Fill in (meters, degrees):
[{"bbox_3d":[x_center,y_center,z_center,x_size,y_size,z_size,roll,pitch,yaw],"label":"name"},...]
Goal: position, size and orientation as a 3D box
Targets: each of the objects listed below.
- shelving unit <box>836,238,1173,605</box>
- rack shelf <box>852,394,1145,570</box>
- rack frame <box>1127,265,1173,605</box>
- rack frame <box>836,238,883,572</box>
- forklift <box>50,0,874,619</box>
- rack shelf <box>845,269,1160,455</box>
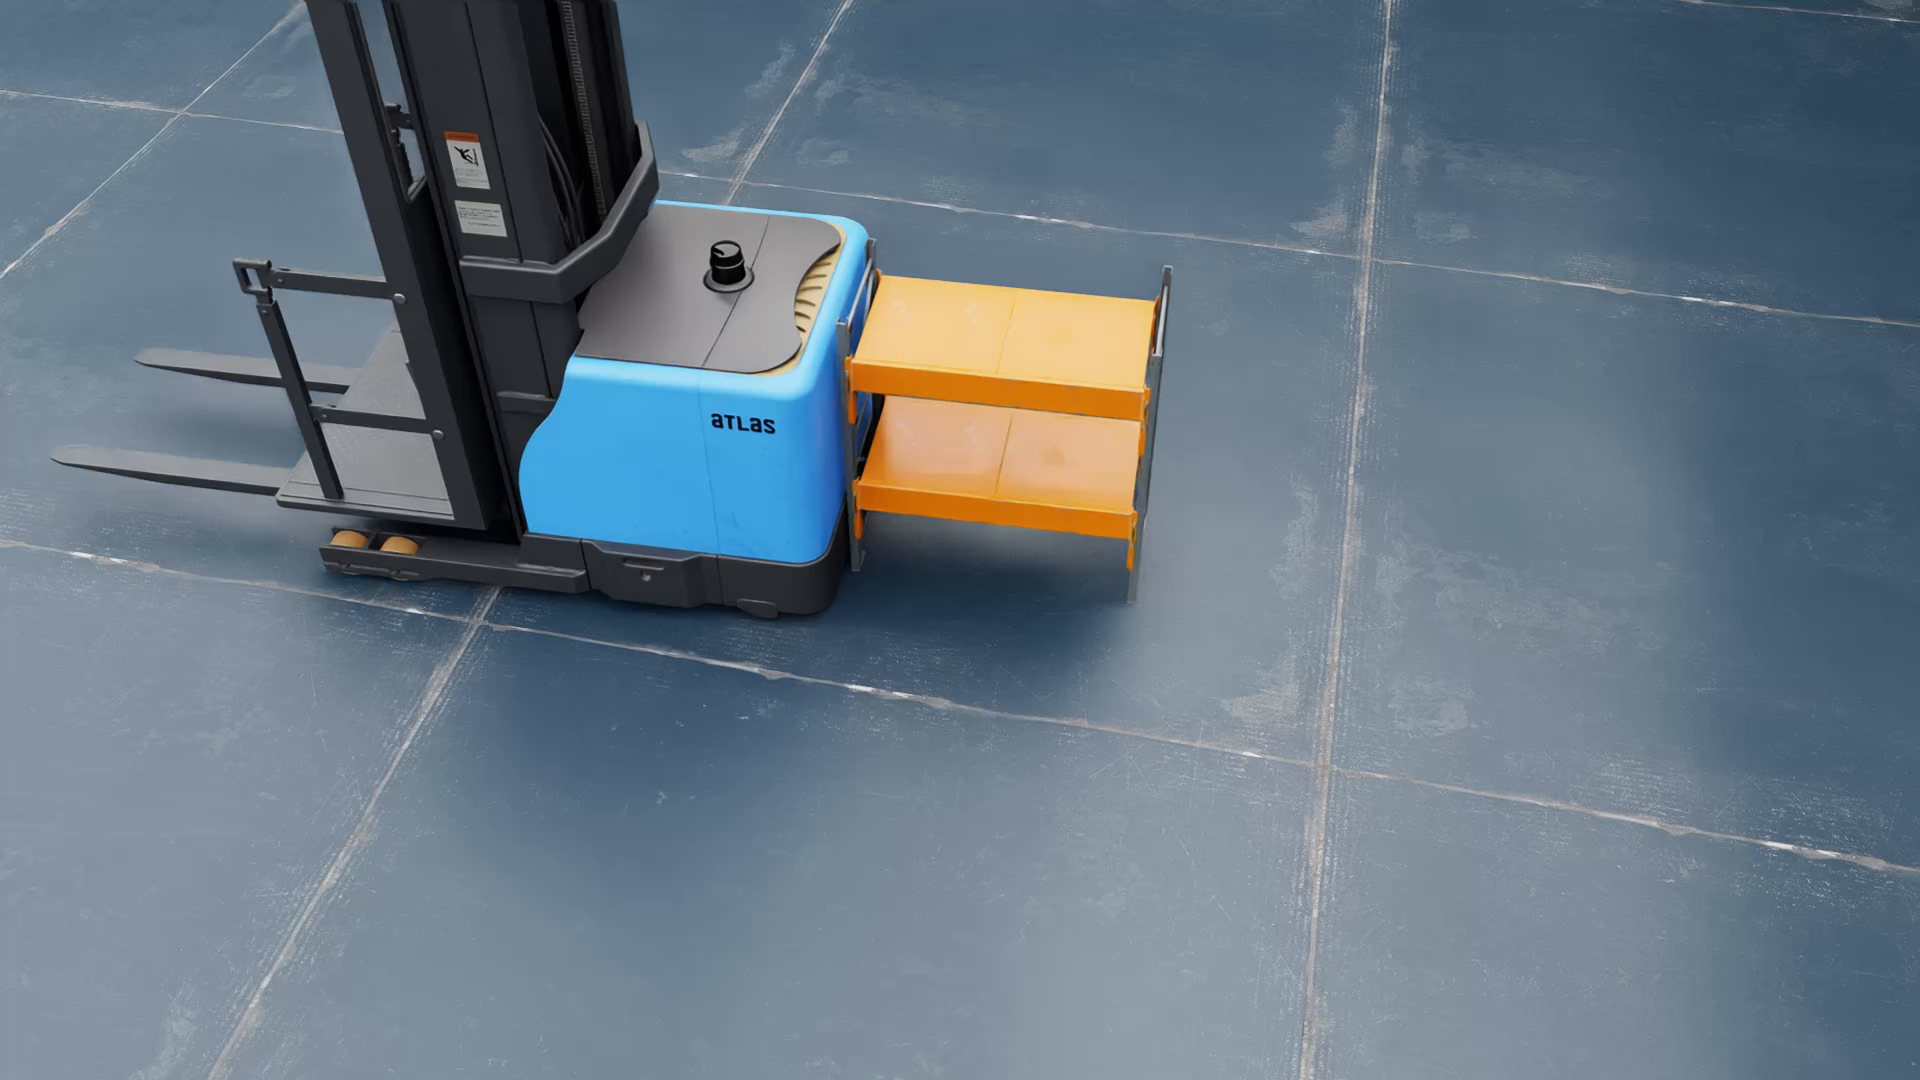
[{"bbox_3d":[0.158,-0.402,5.856,1.048,1.125,0.538,7,44,7],"label":"shelving unit"},{"bbox_3d":[0.158,-0.226,6.026,1.000,0.278,0.538,7,44,7],"label":"rack shelf"},{"bbox_3d":[0.659,-0.344,5.797,0.032,1.125,0.500,7,44,7],"label":"rack frame"},{"bbox_3d":[-0.344,-0.459,5.916,0.032,1.125,0.500,7,44,7],"label":"rack frame"},{"bbox_3d":[-1.874,-1.260,5.446,3.031,2.935,1.130,7,44,7],"label":"forklift"},{"bbox_3d":[0.158,-0.613,5.653,1.000,0.278,0.538,7,44,7],"label":"rack shelf"}]
